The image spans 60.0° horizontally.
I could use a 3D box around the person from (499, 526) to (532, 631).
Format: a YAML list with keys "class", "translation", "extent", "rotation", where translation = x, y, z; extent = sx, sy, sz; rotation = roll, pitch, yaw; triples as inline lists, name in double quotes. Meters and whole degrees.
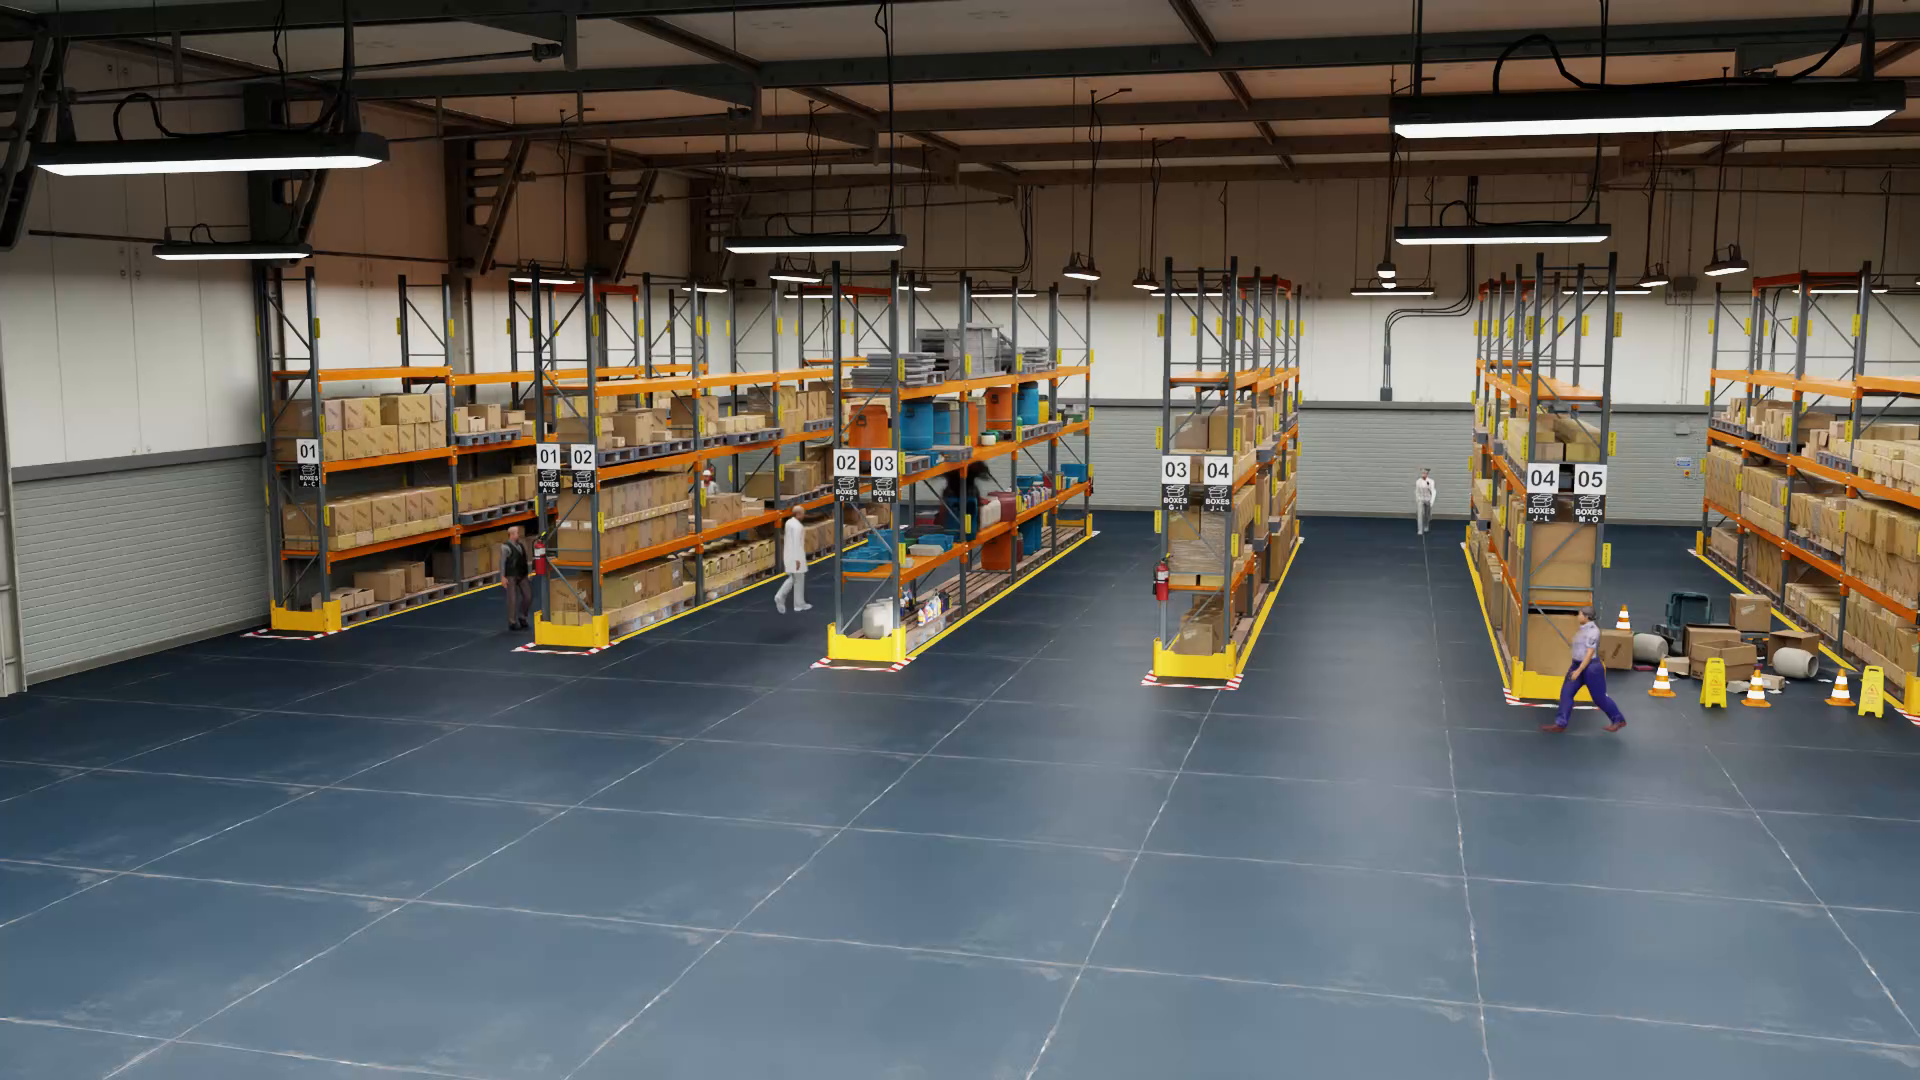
- class: "person"
  translation: [-7.448, 0.634, 27.838]
  extent: [0.487, 1.739, 0.599]
  rotation: [6, 9, 40]

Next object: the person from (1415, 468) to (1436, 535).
- class: "person"
  translation: [11.342, -0.956, 40.538]
  extent: [0.486, 1.627, 0.996]
  rotation: [2, 7, 14]

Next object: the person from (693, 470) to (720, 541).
- class: "person"
  translation: [-5.905, -0.739, 38.754]
  extent: [0.736, 1.807, 0.877]
  rotation: [2, 8, 17]

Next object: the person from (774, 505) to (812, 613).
- class: "person"
  translation: [-2.801, 0.322, 27.790]
  extent: [0.717, 1.810, 0.564]
  rotation: [-7, 10, -42]

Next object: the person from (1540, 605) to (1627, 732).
- class: "person"
  translation: [7.736, 1.603, 20.527]
  extent: [0.985, 1.608, 0.442]
  rotation: [-1, 7, -11]
